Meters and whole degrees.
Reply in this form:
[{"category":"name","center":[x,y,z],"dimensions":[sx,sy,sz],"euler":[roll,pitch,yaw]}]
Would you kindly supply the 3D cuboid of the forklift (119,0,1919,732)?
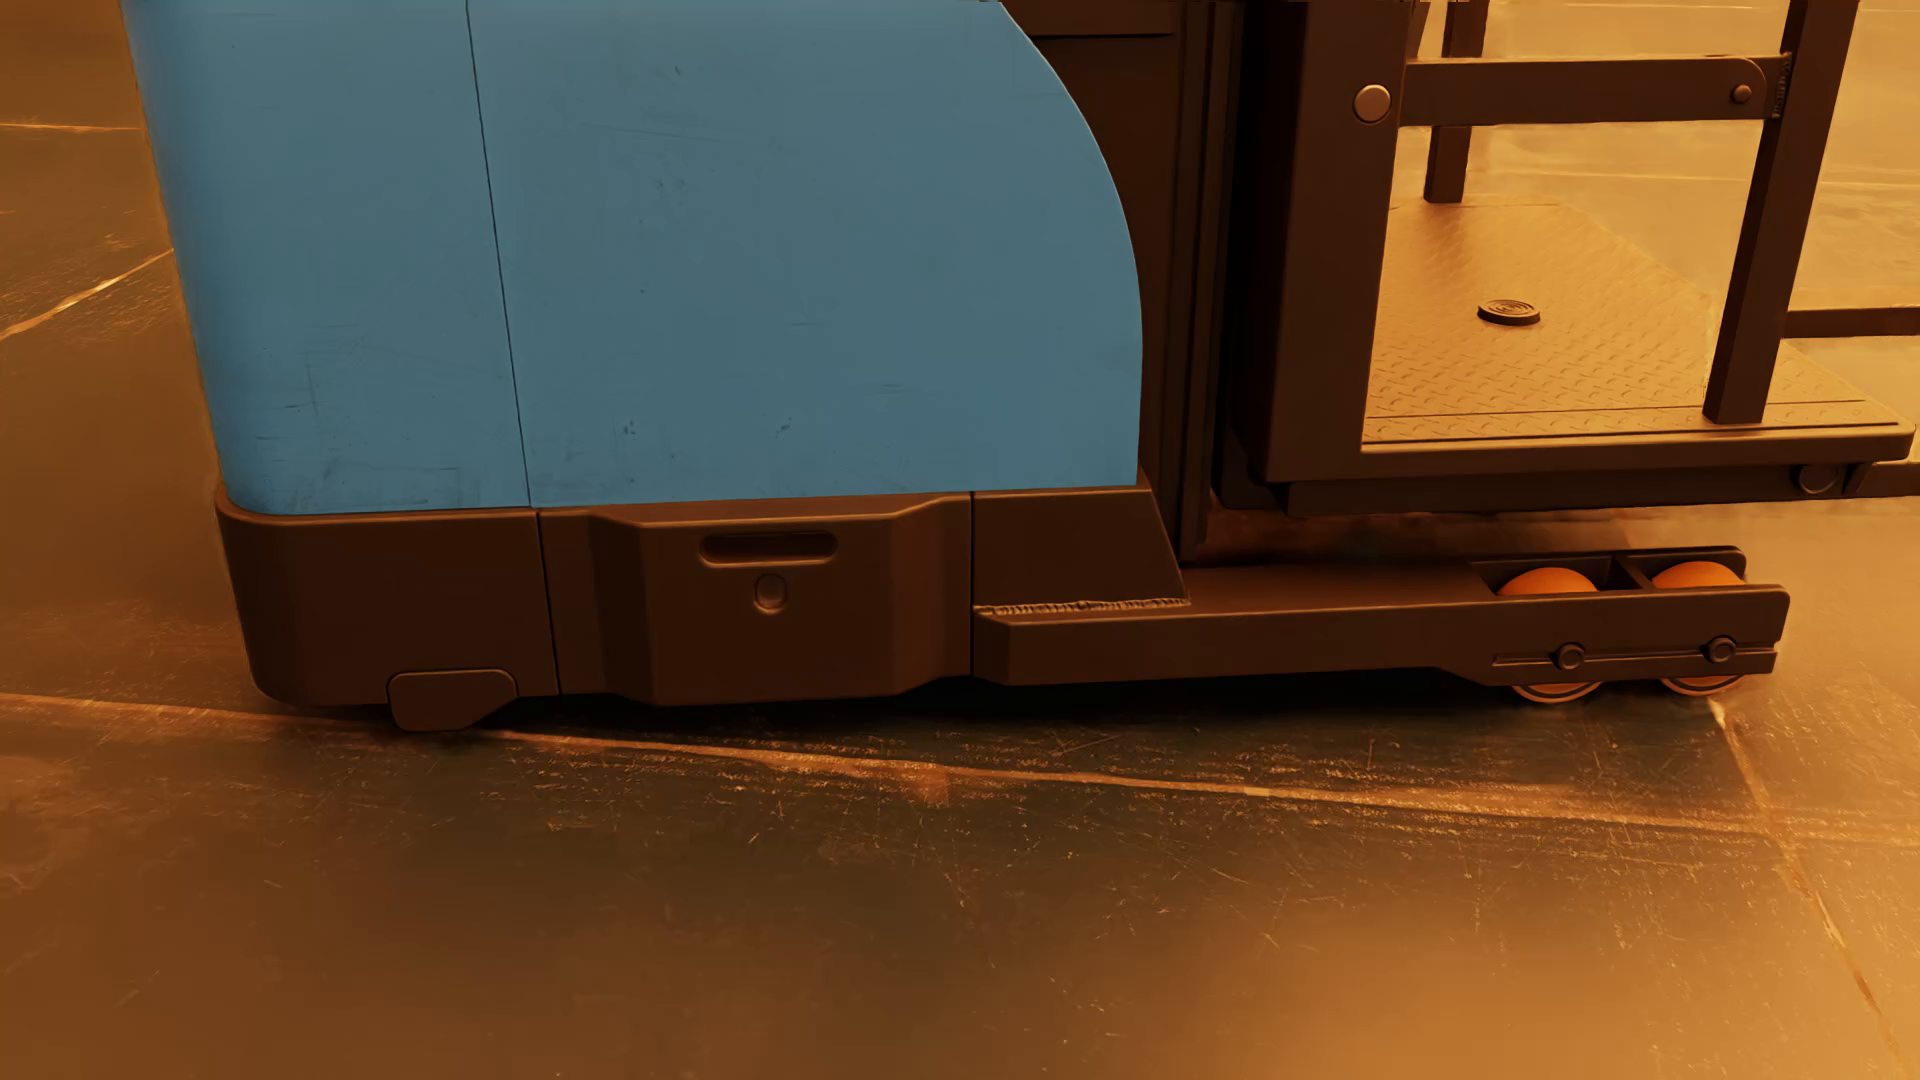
[{"category":"forklift","center":[0.610,-1.341,1.905],"dimensions":[3.031,2.935,1.130],"euler":[-2,27,-5]}]
